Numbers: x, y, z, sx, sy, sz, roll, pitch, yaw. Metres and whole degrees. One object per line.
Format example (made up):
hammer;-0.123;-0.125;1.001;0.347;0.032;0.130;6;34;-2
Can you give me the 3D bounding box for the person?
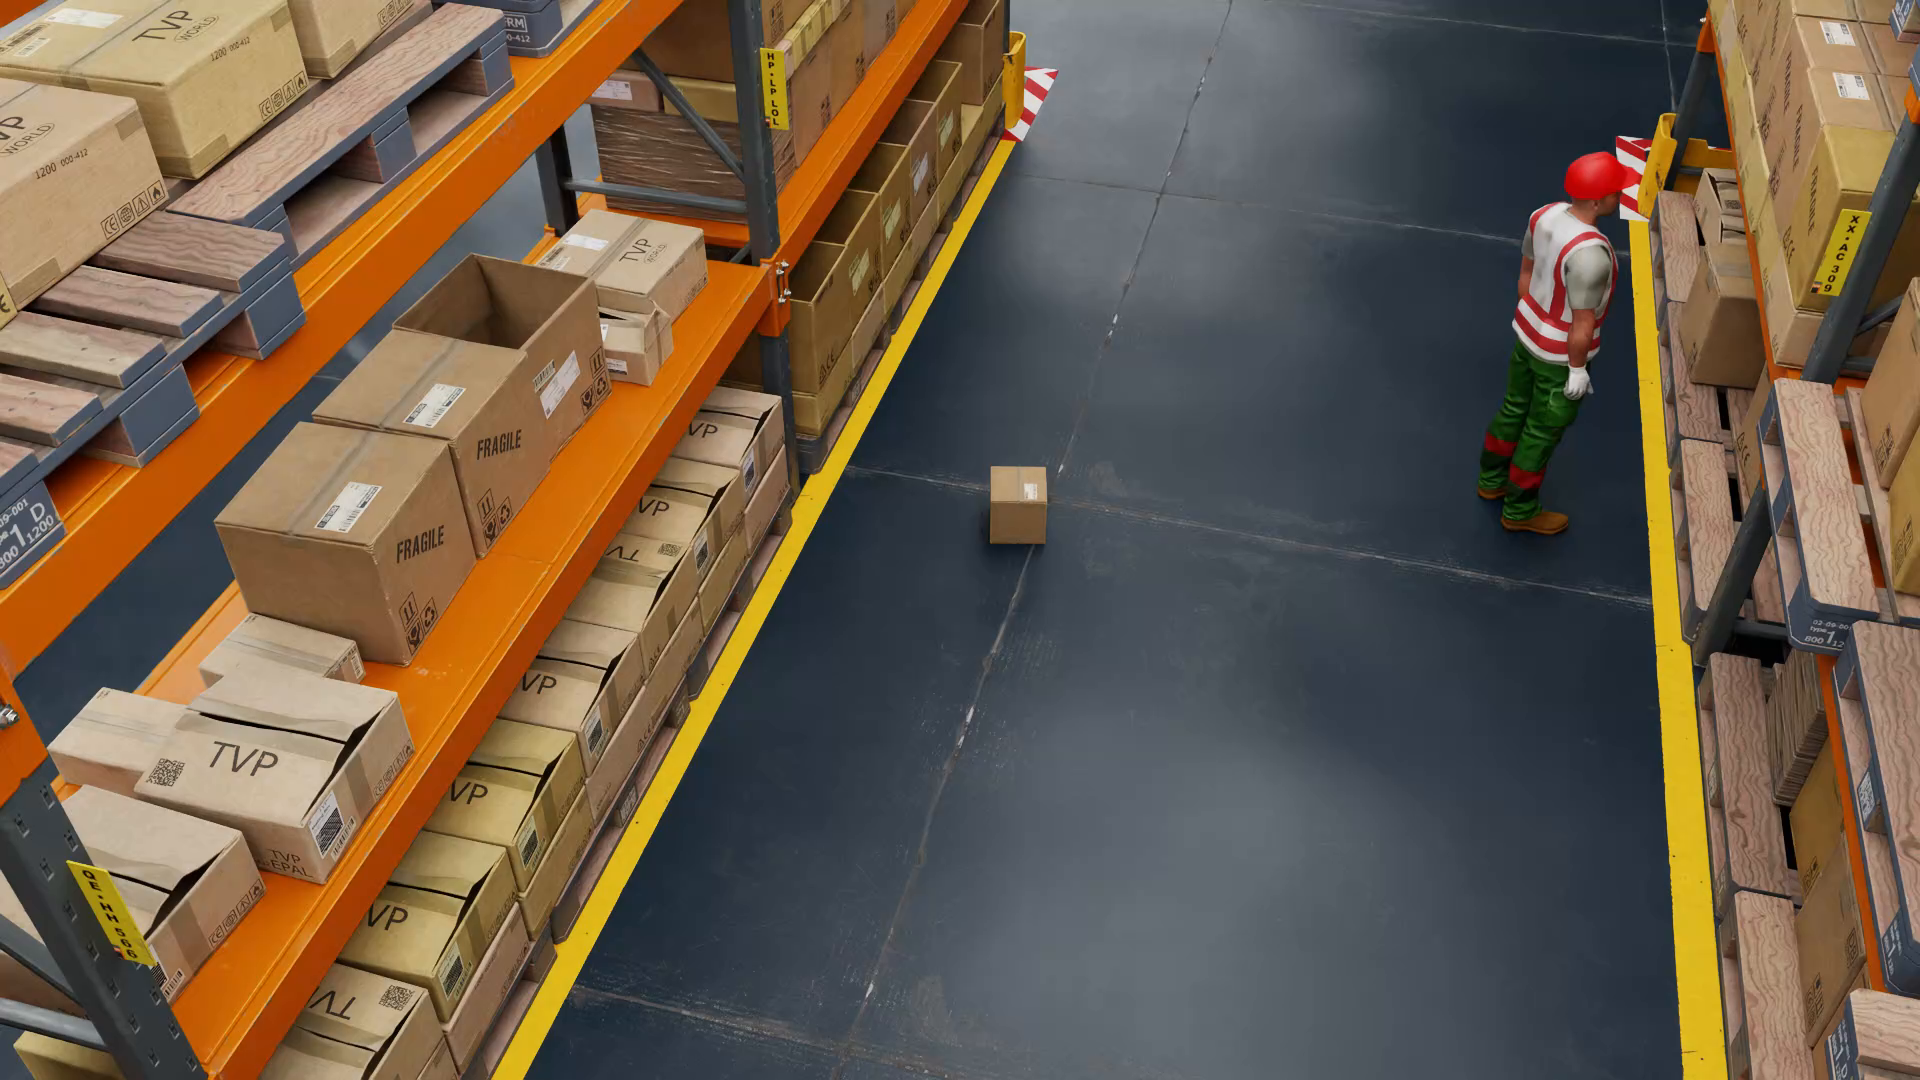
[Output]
person;2.556;-0.839;7.111;0.359;1.795;0.548;-7;41;-8
